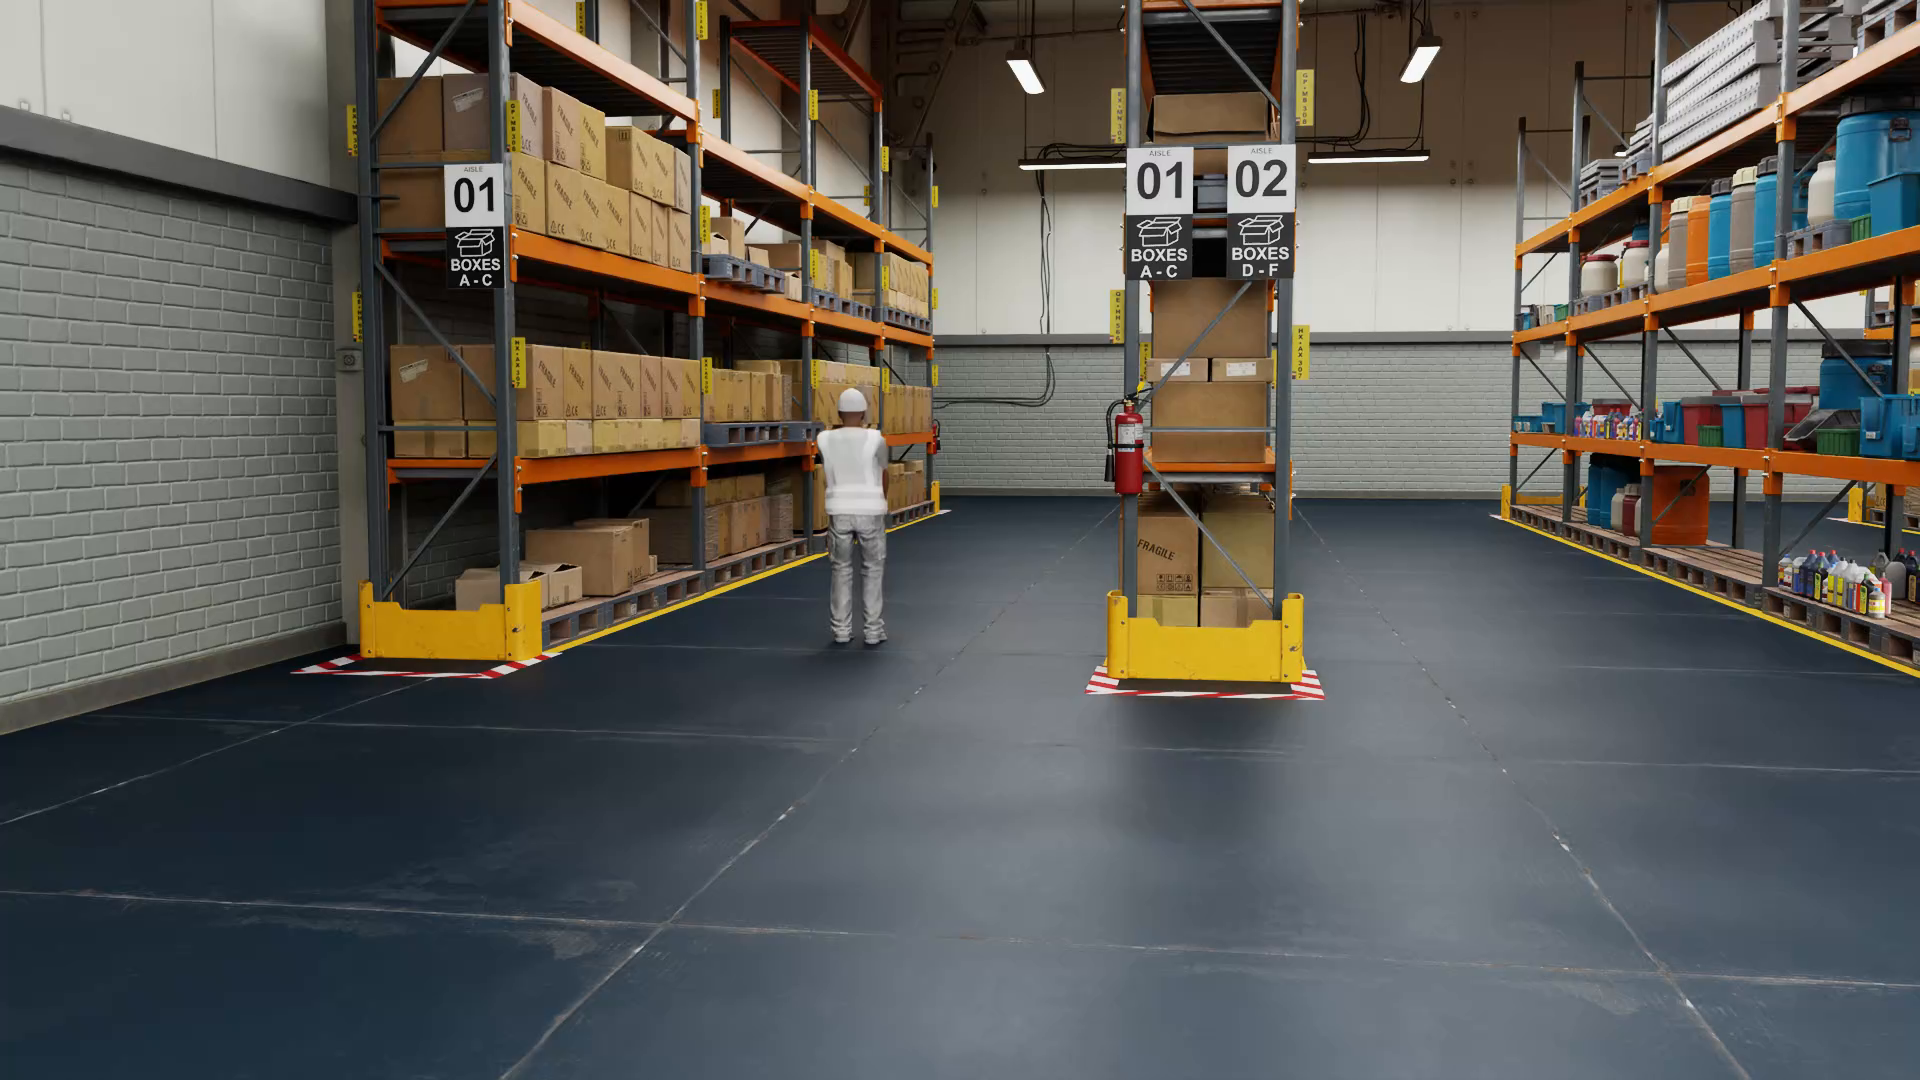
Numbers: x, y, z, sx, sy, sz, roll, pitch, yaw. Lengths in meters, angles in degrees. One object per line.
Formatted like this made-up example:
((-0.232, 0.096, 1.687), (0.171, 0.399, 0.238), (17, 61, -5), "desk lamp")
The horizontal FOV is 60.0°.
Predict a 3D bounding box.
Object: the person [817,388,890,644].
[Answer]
((-0.731, -0.177, 11.748), (0.489, 1.782, 0.566), (1, 4, 9), "person")
